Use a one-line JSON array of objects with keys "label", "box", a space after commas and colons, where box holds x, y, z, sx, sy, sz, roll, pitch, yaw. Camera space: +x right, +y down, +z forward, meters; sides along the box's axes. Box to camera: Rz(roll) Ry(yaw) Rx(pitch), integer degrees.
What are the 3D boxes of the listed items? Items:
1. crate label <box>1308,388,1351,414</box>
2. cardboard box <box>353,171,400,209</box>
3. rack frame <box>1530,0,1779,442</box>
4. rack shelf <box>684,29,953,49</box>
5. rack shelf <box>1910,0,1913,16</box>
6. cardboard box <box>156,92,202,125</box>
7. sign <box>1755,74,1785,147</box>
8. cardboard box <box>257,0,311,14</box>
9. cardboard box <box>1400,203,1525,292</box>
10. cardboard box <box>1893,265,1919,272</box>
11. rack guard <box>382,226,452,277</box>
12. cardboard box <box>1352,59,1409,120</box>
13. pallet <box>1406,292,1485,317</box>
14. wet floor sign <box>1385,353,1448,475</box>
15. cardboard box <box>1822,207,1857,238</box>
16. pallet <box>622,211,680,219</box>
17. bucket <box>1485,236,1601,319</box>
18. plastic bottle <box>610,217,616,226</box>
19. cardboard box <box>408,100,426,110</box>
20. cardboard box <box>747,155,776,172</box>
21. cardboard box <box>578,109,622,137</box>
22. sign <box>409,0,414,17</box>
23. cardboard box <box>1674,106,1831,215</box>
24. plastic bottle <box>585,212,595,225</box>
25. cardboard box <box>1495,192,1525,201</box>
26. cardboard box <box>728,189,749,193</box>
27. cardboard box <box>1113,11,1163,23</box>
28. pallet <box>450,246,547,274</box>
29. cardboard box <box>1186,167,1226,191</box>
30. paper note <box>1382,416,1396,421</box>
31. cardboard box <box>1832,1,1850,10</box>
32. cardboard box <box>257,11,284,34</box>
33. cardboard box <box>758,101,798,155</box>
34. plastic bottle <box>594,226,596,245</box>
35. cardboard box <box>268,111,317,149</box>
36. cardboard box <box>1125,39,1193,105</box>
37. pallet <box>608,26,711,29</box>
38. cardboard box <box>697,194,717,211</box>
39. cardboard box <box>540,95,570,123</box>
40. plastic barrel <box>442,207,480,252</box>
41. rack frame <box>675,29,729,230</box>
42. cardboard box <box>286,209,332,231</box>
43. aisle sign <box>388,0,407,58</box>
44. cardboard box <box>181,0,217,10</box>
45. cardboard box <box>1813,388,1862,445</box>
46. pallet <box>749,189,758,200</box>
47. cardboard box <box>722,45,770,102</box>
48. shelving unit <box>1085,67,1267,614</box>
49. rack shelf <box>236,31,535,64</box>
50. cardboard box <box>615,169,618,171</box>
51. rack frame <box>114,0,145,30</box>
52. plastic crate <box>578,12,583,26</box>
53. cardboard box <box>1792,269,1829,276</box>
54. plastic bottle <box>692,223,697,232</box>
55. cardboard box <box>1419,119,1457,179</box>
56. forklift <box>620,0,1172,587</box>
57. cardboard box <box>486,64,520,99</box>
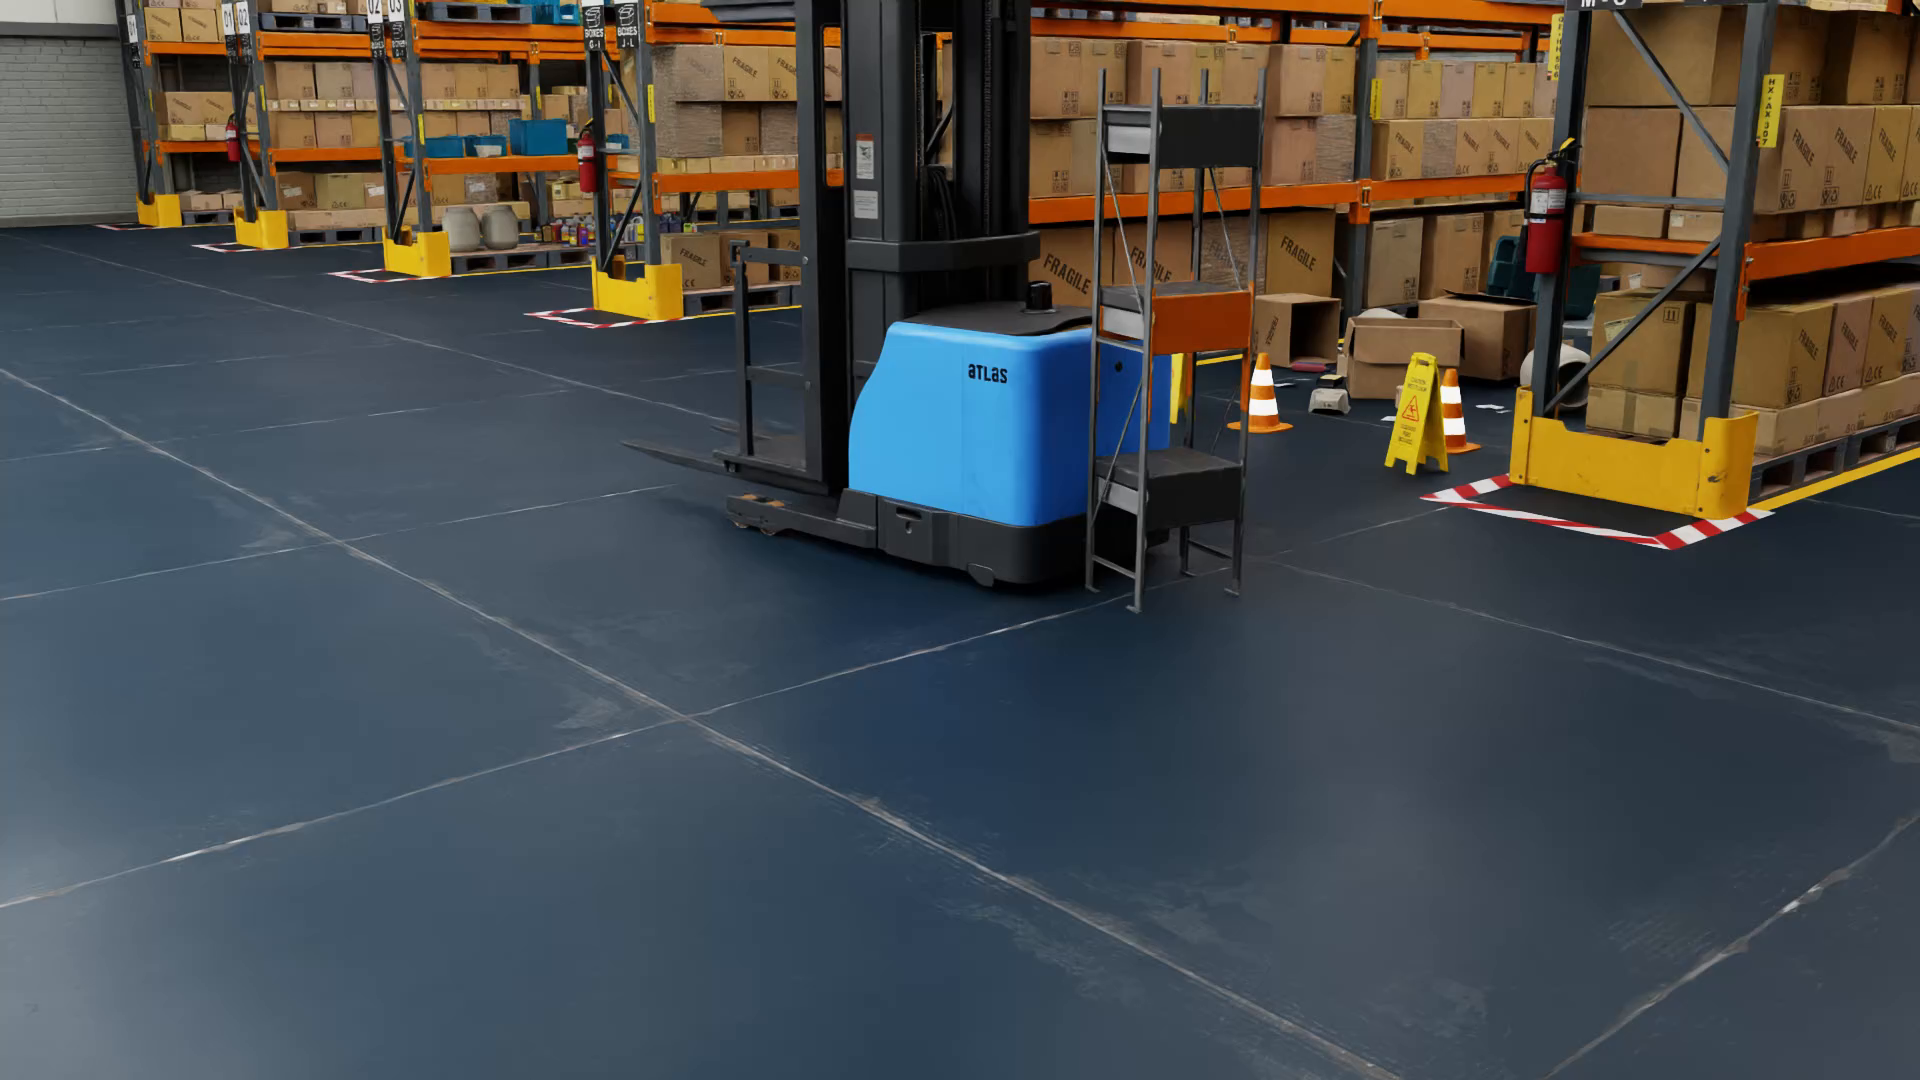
[{"label": "crate label", "box": [2.425, -0.914, 10.905, 0.250, 0.136, 0.298, 5, 16, 18]}, {"label": "cardboard box", "box": [-8.330, -4.984, 23.657, 0.500, 0.500, 0.500, -13, 19, -39]}, {"label": "rack frame", "box": [3.380, -1.669, 8.186, 0.127, 3.000, 1.000, -13, 19, -39]}, {"label": "rack shelf", "box": [-1.851, -6.681, 22.529, 4.000, 0.370, 1.077, -13, 19, -39]}, {"label": "rack shelf", "box": [7.906, -3.787, 11.697, 4.000, 0.370, 1.077, -13, 19, -39]}, {"label": "cardboard box", "box": [-12.323, -6.813, 26.242, 0.500, 0.500, 0.500, -13, 19, -39]}, {"label": "sign", "box": [3.736, -1.982, 7.679, 0.005, 0.325, 0.100, -13, 19, -39]}, {"label": "cardboard box", "box": [-9.189, -7.394, 22.519, 0.637, 0.503, 0.797, -11, 18, -36]}, {"label": "cardboard box", "box": [4.914, -2.852, 16.161, 0.750, 0.750, 1.050, -12, 19, -39]}, {"label": "cardboard box", "box": [6.127, -1.431, 10.356, 0.500, 0.500, 0.500, -13, 20, -40]}, {"label": "rack guard", "box": [-6.350, -3.377, 19.423, 0.348, 0.500, 1.175, -13, 19, -39]}, {"label": "cardboard box", "box": [3.442, -3.910, 14.443, 0.500, 0.500, 0.700, -13, 20, -40]}, {"label": "pallet", "box": [4.525, -2.299, 15.948, 1.213, 0.211, 1.003, -13, 19, -39]}, {"label": "wet floor sign", "box": [2.534, -0.708, 9.149, 0.232, 0.644, 0.267, -6, 16, -20]}, {"label": "cardboard box", "box": [4.428, -1.674, 8.690, 0.250, 0.149, 0.380, -12, 19, -39]}, {"label": "pallet", "box": [-5.157, -5.198, 26.801, 1.213, 0.211, 1.003, -13, 19, -39]}, {"label": "bucket", "box": [4.483, -1.974, 12.726, 0.620, 0.611, 0.726, 5, 12, -23]}, {"label": "plastic bottle", "box": [-4.469, -4.014, 21.401, 0.097, 0.271, 0.097, 0, 15, 0]}, {"label": "cardboard box", "box": [-7.830, -6.219, 23.767, 0.250, 0.149, 0.380, -12, 19, -38]}, {"label": "cardboard box", "box": [-1.986, -3.644, 16.067, 0.250, 0.149, 0.380, -13, 19, -39]}, {"label": "cardboard box", "box": [-5.621, -6.469, 25.964, 0.500, 0.500, 0.500, -11, 18, -35]}, {"label": "sign", "box": [-6.019, -5.908, 18.226, 0.005, 0.325, 0.100, -13, 19, -39]}, {"label": "cardboard box", "box": [3.919, -1.887, 8.233, 0.500, 0.500, 0.500, -13, 20, -40]}, {"label": "plastic bottle", "box": [-4.704, -4.013, 21.241, 0.185, 0.351, 0.144, -13, 20, -40]}, {"label": "cardboard box", "box": [7.828, -5.207, 24.734, 0.875, 0.875, 0.875, -13, 19, -39]}, {"label": "cardboard box", "box": [-3.824, -5.891, 27.421, 0.500, 0.311, 0.500, -12, 19, -38]}, {"label": "cardboard box", "box": [1.966, -6.031, 18.993, 0.500, 0.250, 0.500, -12, 19, -38]}, {"label": "pallet", "box": [-5.734, -3.374, 19.972, 1.213, 0.211, 1.003, -13, 19, -39]}, {"label": "cardboard box", "box": [1.583, -3.025, 12.973, 0.500, 0.550, 0.875, -13, 19, -39]}, {"label": "paper note", "box": [2.786, -0.782, 10.619, 0.148, 0.019, 0.142, 8, 17, 28]}, {"label": "cardboard box", "box": [10.001, -6.139, 19.398, 0.500, 0.250, 0.500, -13, 20, -40]}, {"label": "cardboard box", "box": [-11.256, -8.274, 26.868, 0.500, 0.500, 0.500, -11, 19, -36]}, {"label": "cardboard box", "box": [-1.989, -4.062, 16.376, 0.500, 0.500, 0.875, -13, 19, -39]}, {"label": "plastic bottle", "box": [-4.470, -3.778, 20.517, 0.097, 0.271, 0.097, 0, 15, 0]}, {"label": "cardboard box", "box": [-9.265, -5.652, 22.905, 0.500, 0.500, 0.700, -13, 19, -39]}, {"label": "cardboard box", "box": [1.226, -3.445, 12.450, 0.550, 0.550, 0.875, -13, 19, -39]}, {"label": "pallet", "box": [-3.839, -6.457, 20.663, 1.003, 0.211, 1.213, -13, 19, -39]}, {"label": "cardboard box", "box": [-4.214, -5.532, 27.164, 0.500, 0.250, 0.500, -13, 20, -40]}, {"label": "cardboard box", "box": [-7.597, -7.926, 30.563, 0.700, 0.500, 0.500, 14, 20, 42]}, {"label": "plastic barrel", "box": [-5.930, -3.690, 19.758, 0.421, 0.512, 0.421, 0, 15, 0]}, {"label": "rack frame", "box": [-3.359, -5.240, 21.555, 0.127, 3.000, 1.000, -13, 19, -39]}, {"label": "cardboard box", "box": [-9.075, -4.449, 23.109, 0.500, 0.250, 0.500, -13, 19, -39]}, {"label": "aisle sign", "box": [-6.239, -5.749, 18.424, 0.004, 0.787, 0.394, -13, 19, -39]}, {"label": "cardboard box", "box": [-12.019, -8.574, 26.056, 0.500, 0.500, 0.500, -13, 20, -40]}, {"label": "cardboard box", "box": [4.560, -0.711, 9.115, 0.500, 0.250, 0.500, -12, 19, -37]}, {"label": "pallet", "box": [-4.360, -7.031, 33.665, 1.213, 0.211, 1.003, -13, 19, -39]}, {"label": "cardboard box", "box": [-2.150, -4.397, 15.690, 0.500, 0.500, 0.500, -13, 19, -39]}, {"label": "shelving unit", "box": [0.845, -0.794, 6.644, 0.503, 2.100, 0.431, -8, 17, -27]}, {"label": "rack shelf", "box": [-8.117, -6.968, 23.605, 4.000, 0.370, 1.077, -13, 19, -39]}, {"label": "cardboard box", "box": [-6.204, -7.110, 31.906, 0.750, 0.750, 0.750, -13, 20, -40]}, {"label": "rack frame", "box": [-12.880, -9.390, 25.465, 0.127, 3.000, 1.000, -13, 19, -39]}, {"label": "plastic crate", "box": [-4.728, -6.373, 20.393, 0.450, 0.188, 0.336, -13, 19, -39]}, {"label": "cardboard box", "box": [5.054, -1.706, 10.130, 0.250, 0.149, 0.380, -11, 19, -36]}, {"label": "plastic bottle", "box": [-3.428, -3.979, 21.402, 0.097, 0.201, 0.097, 0, 15, 0]}, {"label": "cardboard box", "box": [4.025, -3.464, 14.711, 0.500, 0.500, 0.500, -12, 19, -39]}, {"label": "forklift", "box": [-0.478, -1.521, 7.765, 3.031, 2.935, 1.130, 14, 20, 41]}, {"label": "cardboard box", "box": [-6.939, -6.804, 24.701, 0.500, 0.500, 0.700, -13, 19, -39]}]
